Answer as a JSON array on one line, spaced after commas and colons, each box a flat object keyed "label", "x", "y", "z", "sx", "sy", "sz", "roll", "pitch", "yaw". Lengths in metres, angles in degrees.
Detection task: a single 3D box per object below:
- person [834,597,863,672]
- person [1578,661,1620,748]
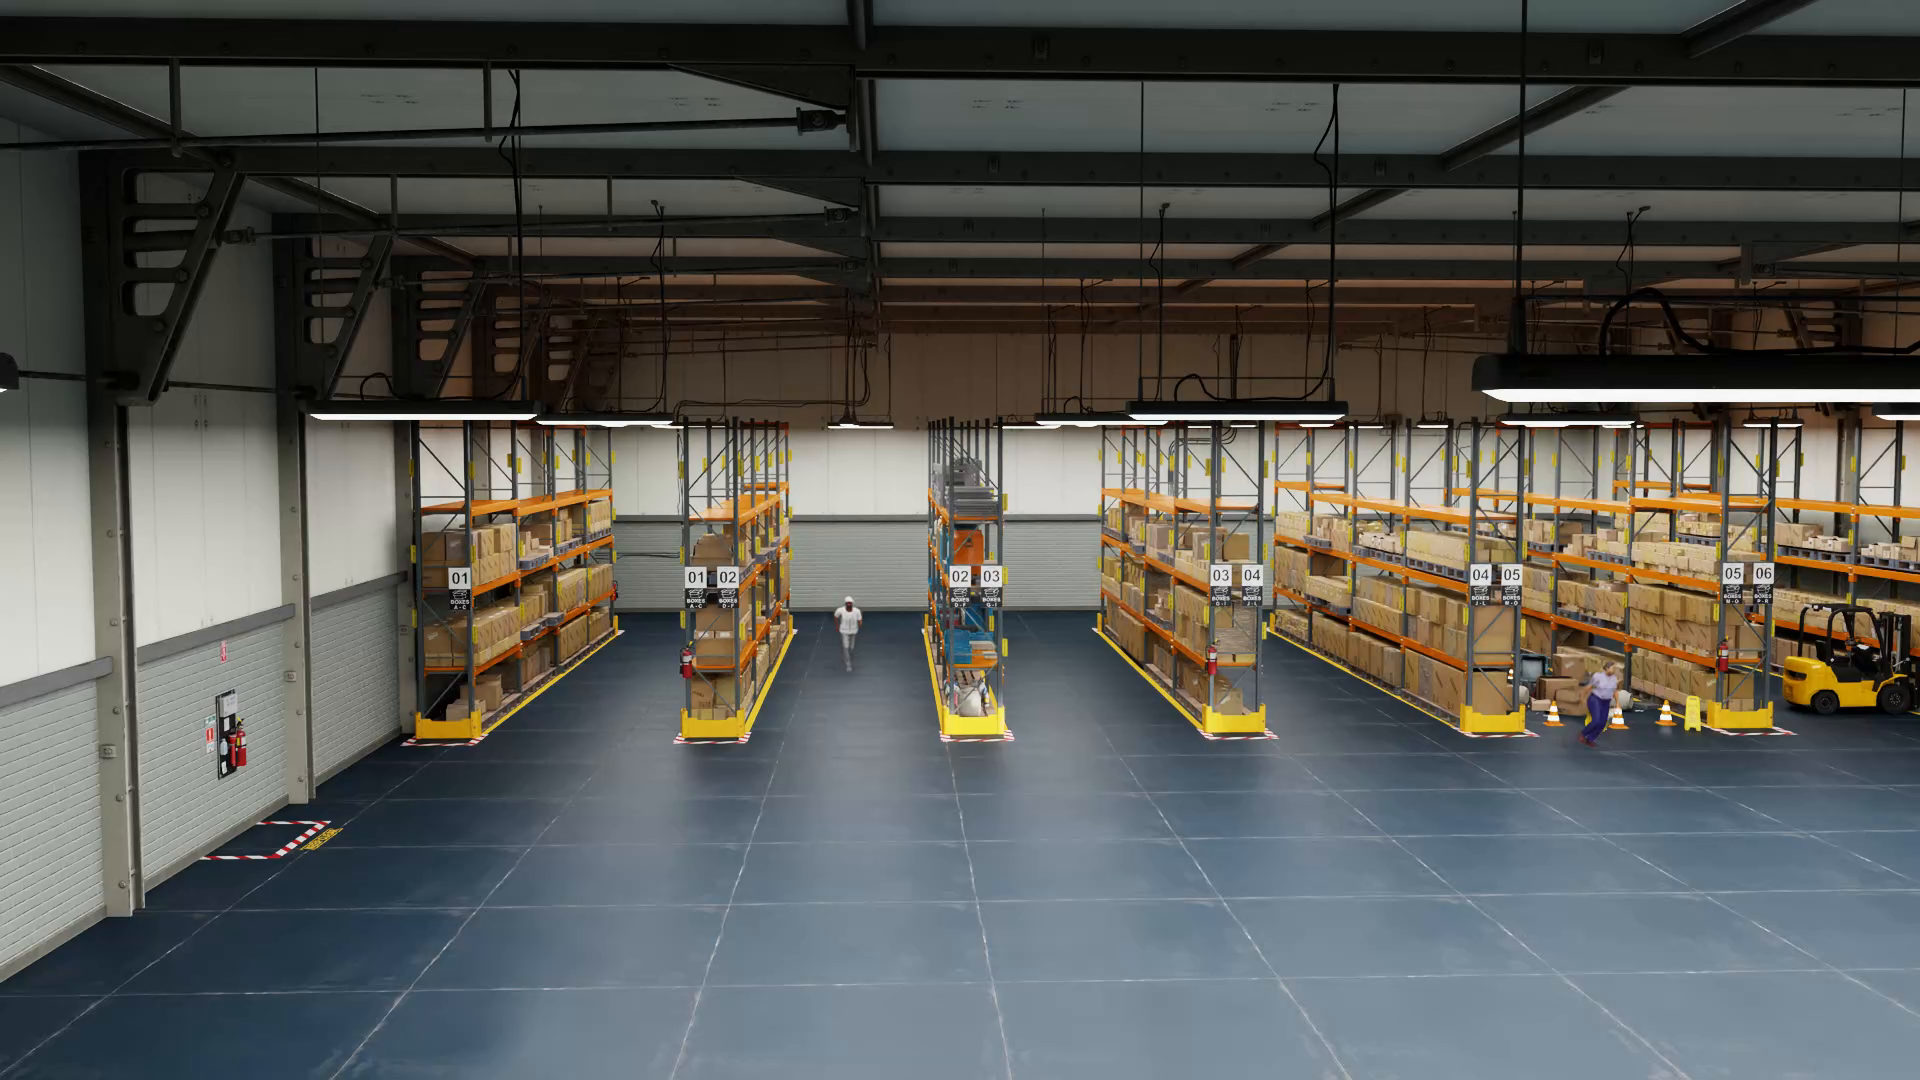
[{"label": "person", "x": -2.678, "y": 2.228, "z": 39.967, "sx": 0.661, "sy": 1.763, "sz": 0.971, "roll": -1, "pitch": 4, "yaw": -17}, {"label": "person", "x": 11.565, "y": 2.971, "z": 30.100, "sx": 0.638, "sy": 1.606, "sz": 0.553, "roll": -2, "pitch": 4, "yaw": -22}]
